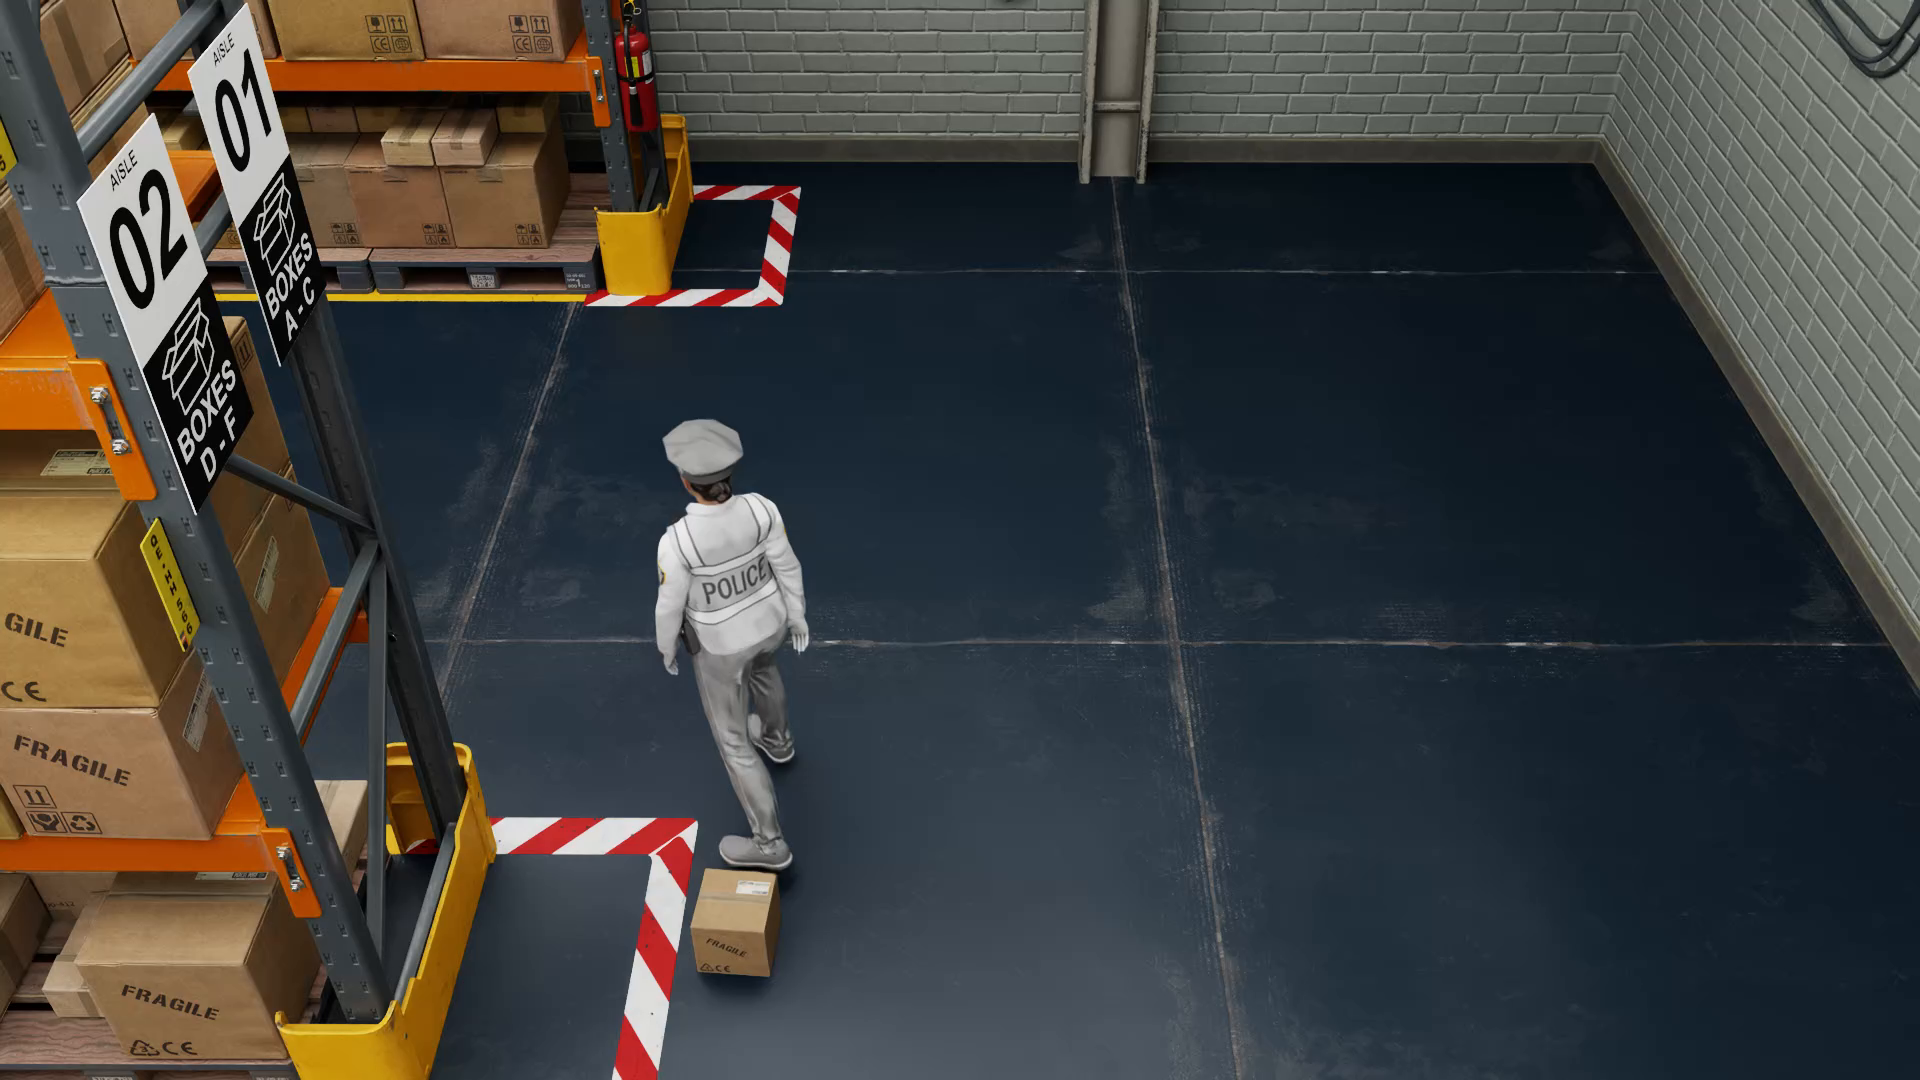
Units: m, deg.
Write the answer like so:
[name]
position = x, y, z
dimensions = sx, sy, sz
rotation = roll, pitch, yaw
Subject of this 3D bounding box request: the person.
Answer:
[person]
position = -0.748, 0.359, 5.738
dimensions = 0.549, 1.624, 0.764
rotation = -26, 47, -28
